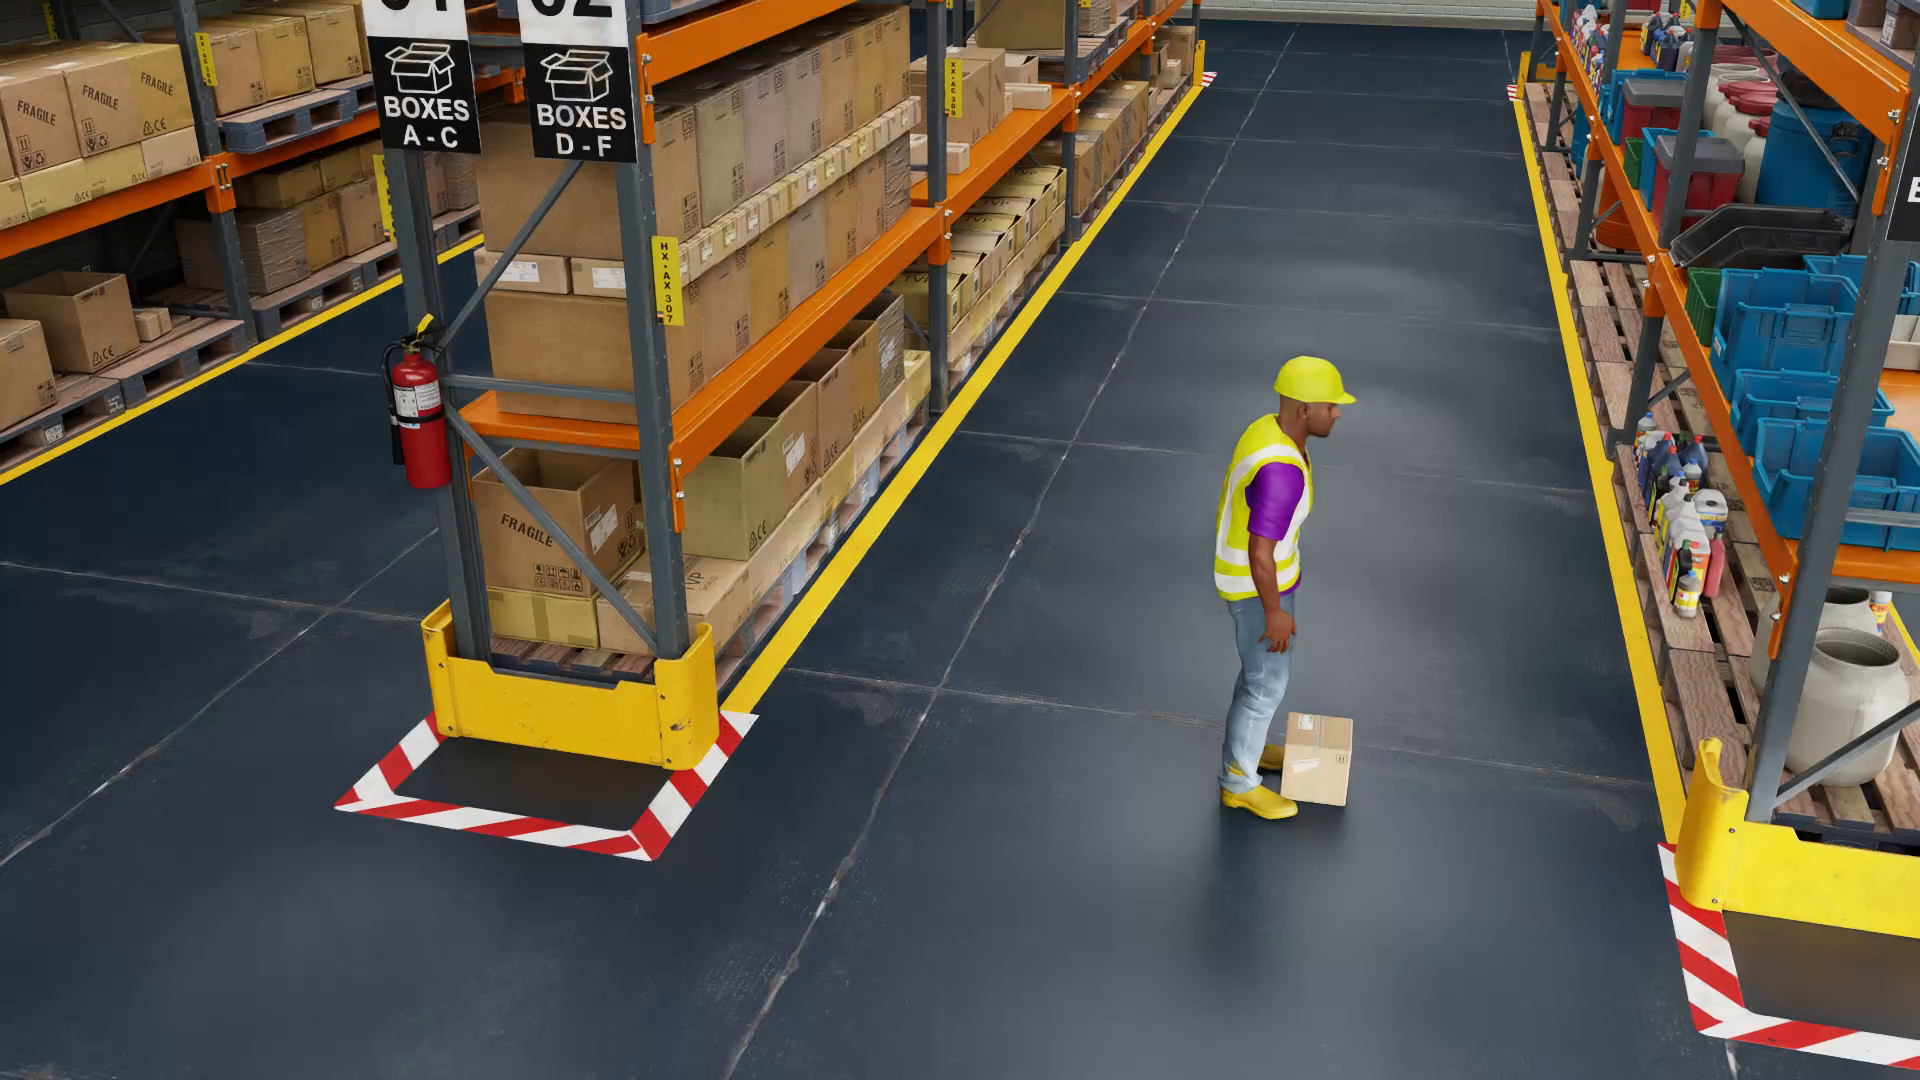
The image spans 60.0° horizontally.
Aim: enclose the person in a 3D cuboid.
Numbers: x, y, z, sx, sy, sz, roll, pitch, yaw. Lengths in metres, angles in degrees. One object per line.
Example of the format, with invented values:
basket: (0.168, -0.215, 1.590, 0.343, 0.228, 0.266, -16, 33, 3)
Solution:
person: (1.181, 0.155, 6.258, 0.459, 1.761, 0.638, 5, 26, 11)
